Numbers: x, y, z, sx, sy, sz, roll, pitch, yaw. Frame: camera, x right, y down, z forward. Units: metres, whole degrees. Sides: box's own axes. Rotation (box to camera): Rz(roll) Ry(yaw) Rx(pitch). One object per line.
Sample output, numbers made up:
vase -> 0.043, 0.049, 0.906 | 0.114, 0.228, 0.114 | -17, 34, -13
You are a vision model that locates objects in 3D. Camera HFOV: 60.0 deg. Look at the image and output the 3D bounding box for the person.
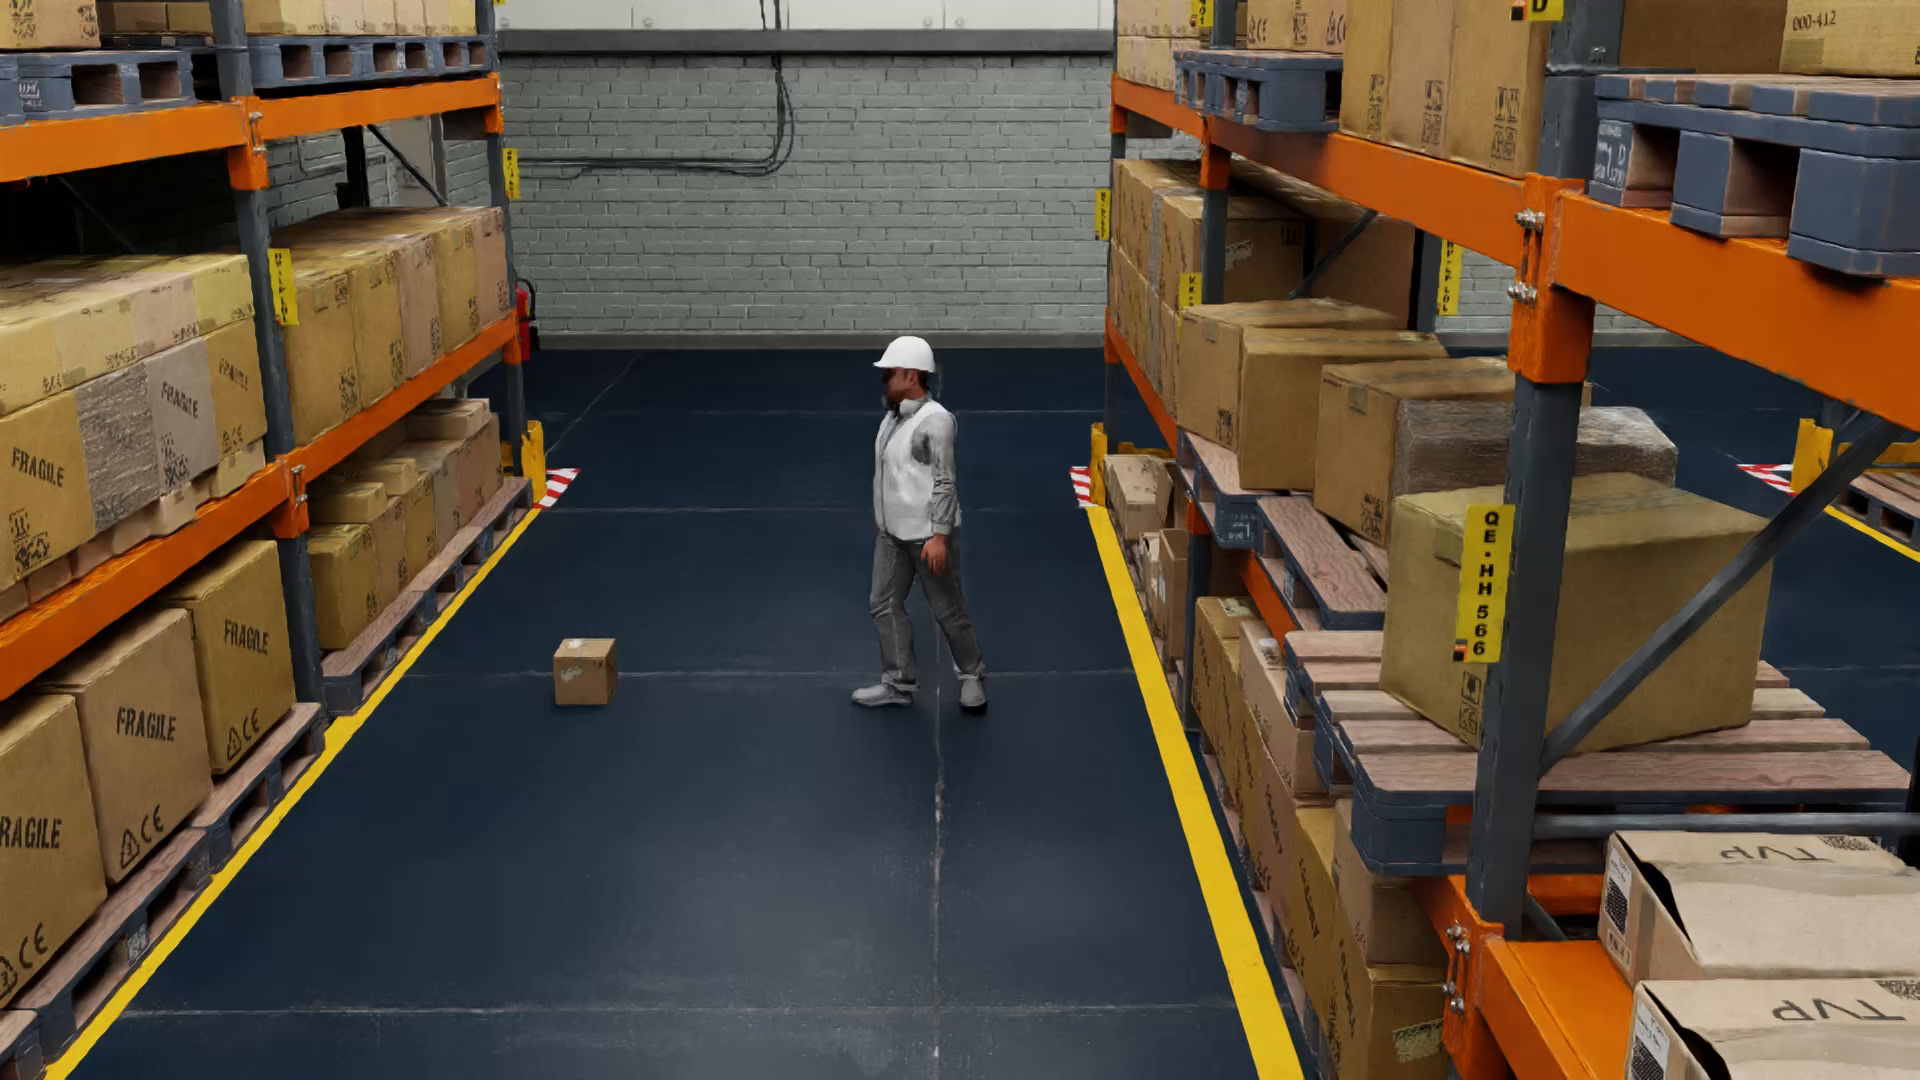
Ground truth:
person -> -0.192, -0.074, 7.751 | 0.606, 1.766, 0.629 | -11, 20, -31
